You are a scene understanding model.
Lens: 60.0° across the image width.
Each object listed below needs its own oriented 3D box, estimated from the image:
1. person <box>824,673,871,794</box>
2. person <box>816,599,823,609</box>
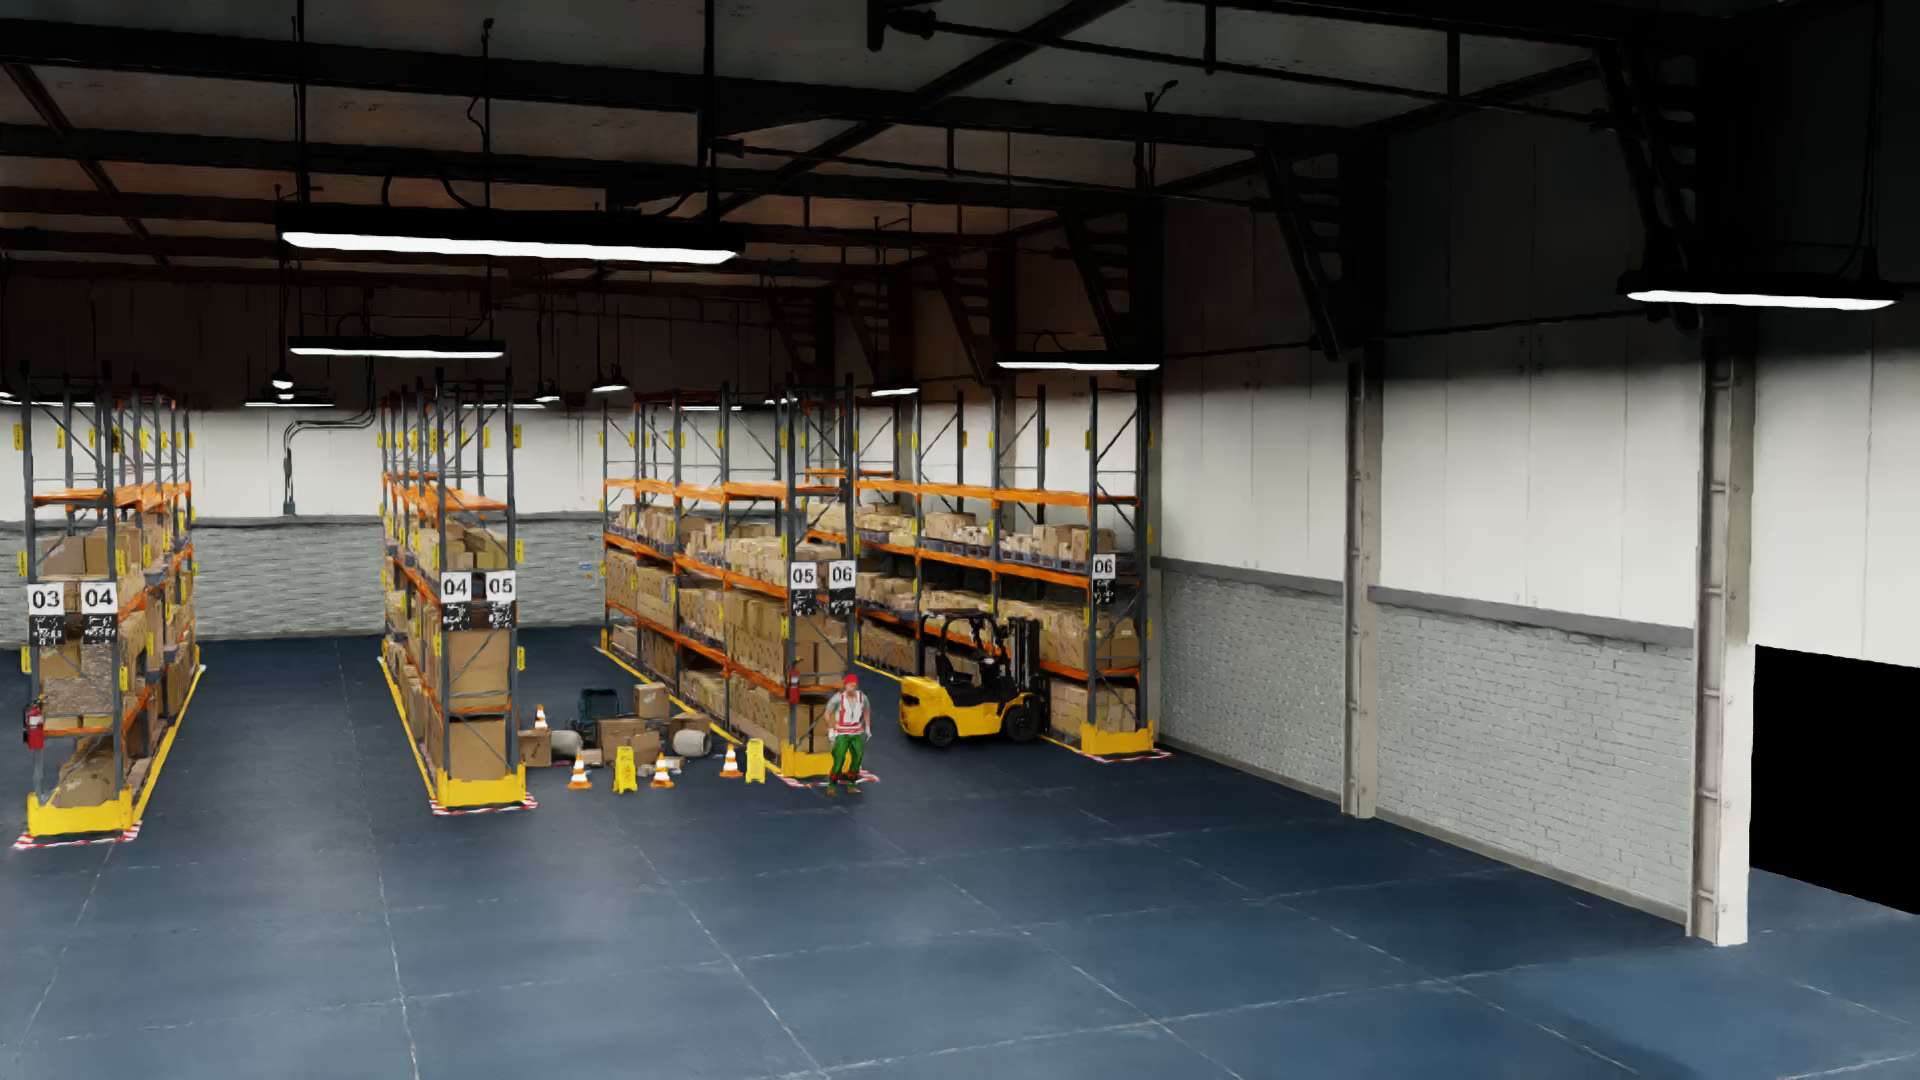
[{"bbox_3d":[-1.573,2.730,23.427,0.677,1.742,0.552,-1,4,-23],"label":"person"},{"bbox_3d":[-3.651,1.653,42.615,0.470,1.589,0.519,2,4,35],"label":"person"}]
